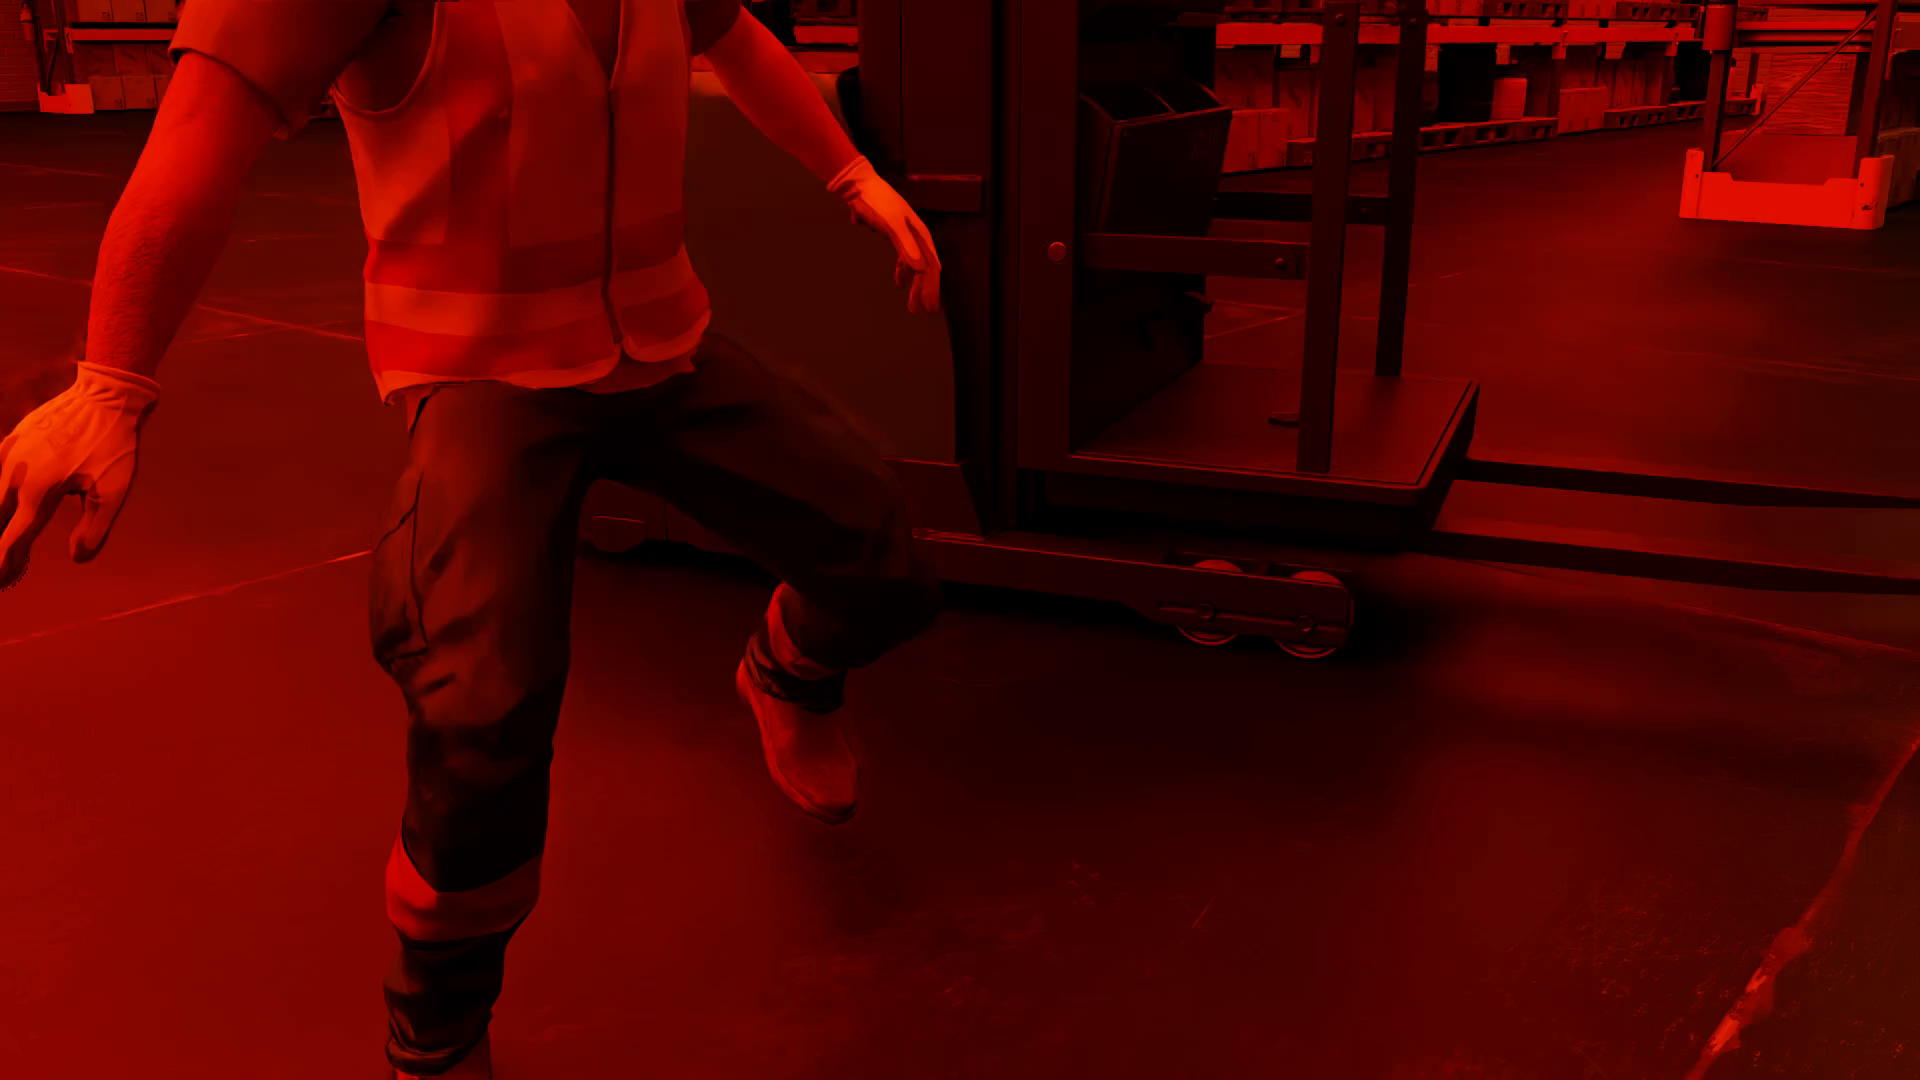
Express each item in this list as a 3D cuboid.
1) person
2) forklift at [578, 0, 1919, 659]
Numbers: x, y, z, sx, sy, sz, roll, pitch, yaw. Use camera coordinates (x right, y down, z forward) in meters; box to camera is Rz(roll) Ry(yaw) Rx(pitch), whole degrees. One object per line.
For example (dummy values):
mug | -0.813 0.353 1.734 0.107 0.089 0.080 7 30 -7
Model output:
person | -0.459 -0.188 1.844 0.505 1.654 1.158 15 23 41
forklift | 0.601 -1.349 3.341 3.031 2.935 1.130 7 18 21
